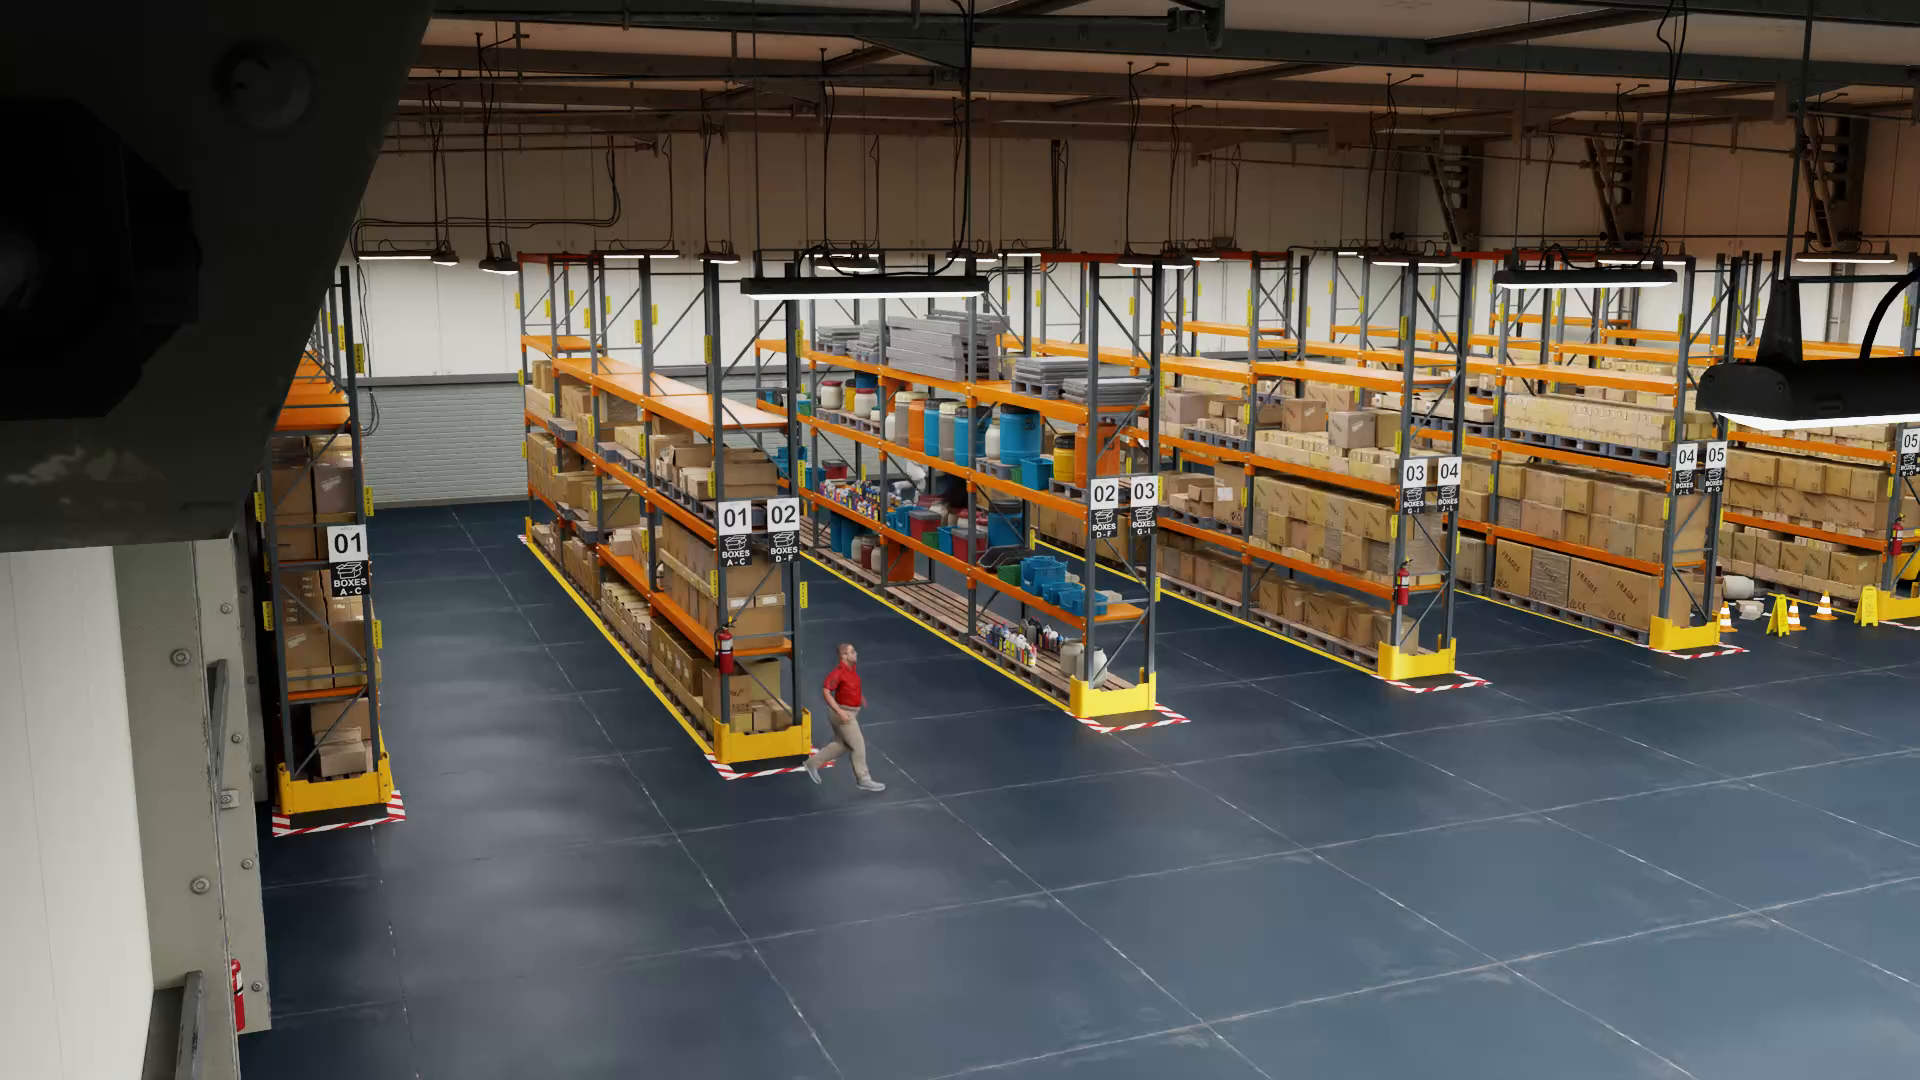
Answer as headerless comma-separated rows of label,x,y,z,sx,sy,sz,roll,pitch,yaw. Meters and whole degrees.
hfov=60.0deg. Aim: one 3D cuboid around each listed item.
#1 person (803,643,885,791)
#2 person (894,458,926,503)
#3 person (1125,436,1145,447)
person,-1.338,2.017,19.117,0.962,1.710,0.660,1,10,4
person,-1.157,-1.652,39.560,0.814,1.660,0.728,-3,11,-15
person,4.156,-1.966,41.078,0.629,1.747,0.759,-3,11,-17
